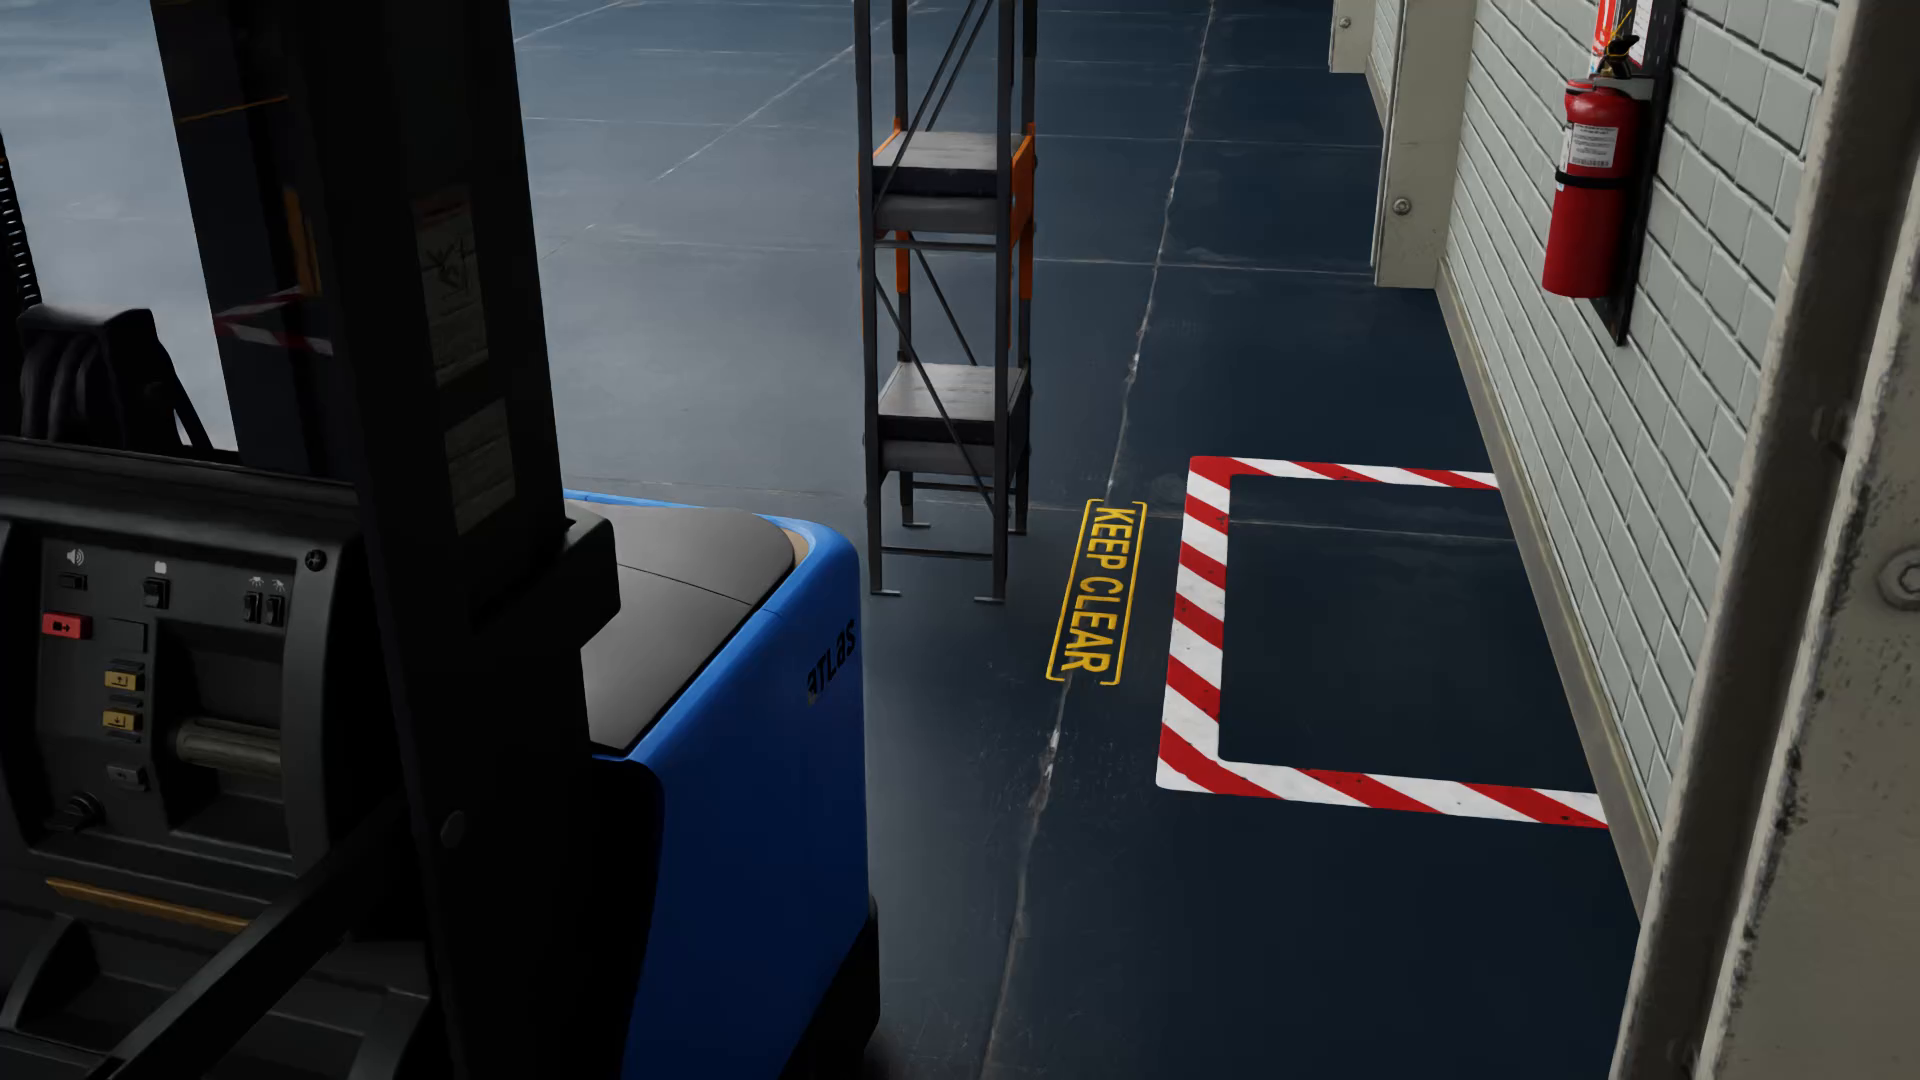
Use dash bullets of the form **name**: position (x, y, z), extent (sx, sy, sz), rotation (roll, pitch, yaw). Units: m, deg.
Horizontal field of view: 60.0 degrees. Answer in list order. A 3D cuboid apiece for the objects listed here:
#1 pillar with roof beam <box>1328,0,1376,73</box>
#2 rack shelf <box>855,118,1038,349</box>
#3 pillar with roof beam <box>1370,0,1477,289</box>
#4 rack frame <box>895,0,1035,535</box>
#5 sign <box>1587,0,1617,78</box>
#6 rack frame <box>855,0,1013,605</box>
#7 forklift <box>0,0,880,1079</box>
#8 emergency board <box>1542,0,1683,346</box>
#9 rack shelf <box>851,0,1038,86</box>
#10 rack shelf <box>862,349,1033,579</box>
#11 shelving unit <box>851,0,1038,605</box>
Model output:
- **pillar with roof beam**: position (-1.137, -8.145, 12.037), extent (9.100, 9.000, 0.400), rotation (4, 25, 9)
- **rack shelf**: position (-0.027, -0.869, 4.663), extent (0.431, 0.518, 0.480), rotation (4, 25, 9)
- **pillar with roof beam**: position (-2.117, -5.636, 6.676), extent (9.100, 9.000, 0.400), rotation (4, 25, 9)
- **rack frame**: position (0.013, -0.984, 4.875), extent (0.400, 2.100, 0.015), rotation (4, 25, 9)
- **sign**: position (1.783, -1.382, 4.623), extent (0.001, 0.329, 0.234), rotation (4, 25, 9)
- **rack frame**: position (-0.067, -0.780, 4.439), extent (0.400, 2.100, 0.015), rotation (4, 25, 9)
- **forklift**: position (-1.070, 0.156, 1.460), extent (1.130, 2.935, 3.031), rotation (7, 26, 15)
- **emergency board**: position (1.591, -1.142, 4.152), extent (0.194, 1.169, 0.643), rotation (4, 25, 9)
- **rack shelf**: position (-0.027, -1.503, 4.366), extent (0.431, 0.518, 0.480), rotation (4, 25, 9)
- **rack shelf**: position (-0.027, -0.235, 4.959), extent (0.431, 0.518, 0.480), rotation (4, 25, 9)
- **shelving unit**: position (-0.027, -0.882, 4.657), extent (0.431, 2.100, 0.503), rotation (4, 25, 9)
